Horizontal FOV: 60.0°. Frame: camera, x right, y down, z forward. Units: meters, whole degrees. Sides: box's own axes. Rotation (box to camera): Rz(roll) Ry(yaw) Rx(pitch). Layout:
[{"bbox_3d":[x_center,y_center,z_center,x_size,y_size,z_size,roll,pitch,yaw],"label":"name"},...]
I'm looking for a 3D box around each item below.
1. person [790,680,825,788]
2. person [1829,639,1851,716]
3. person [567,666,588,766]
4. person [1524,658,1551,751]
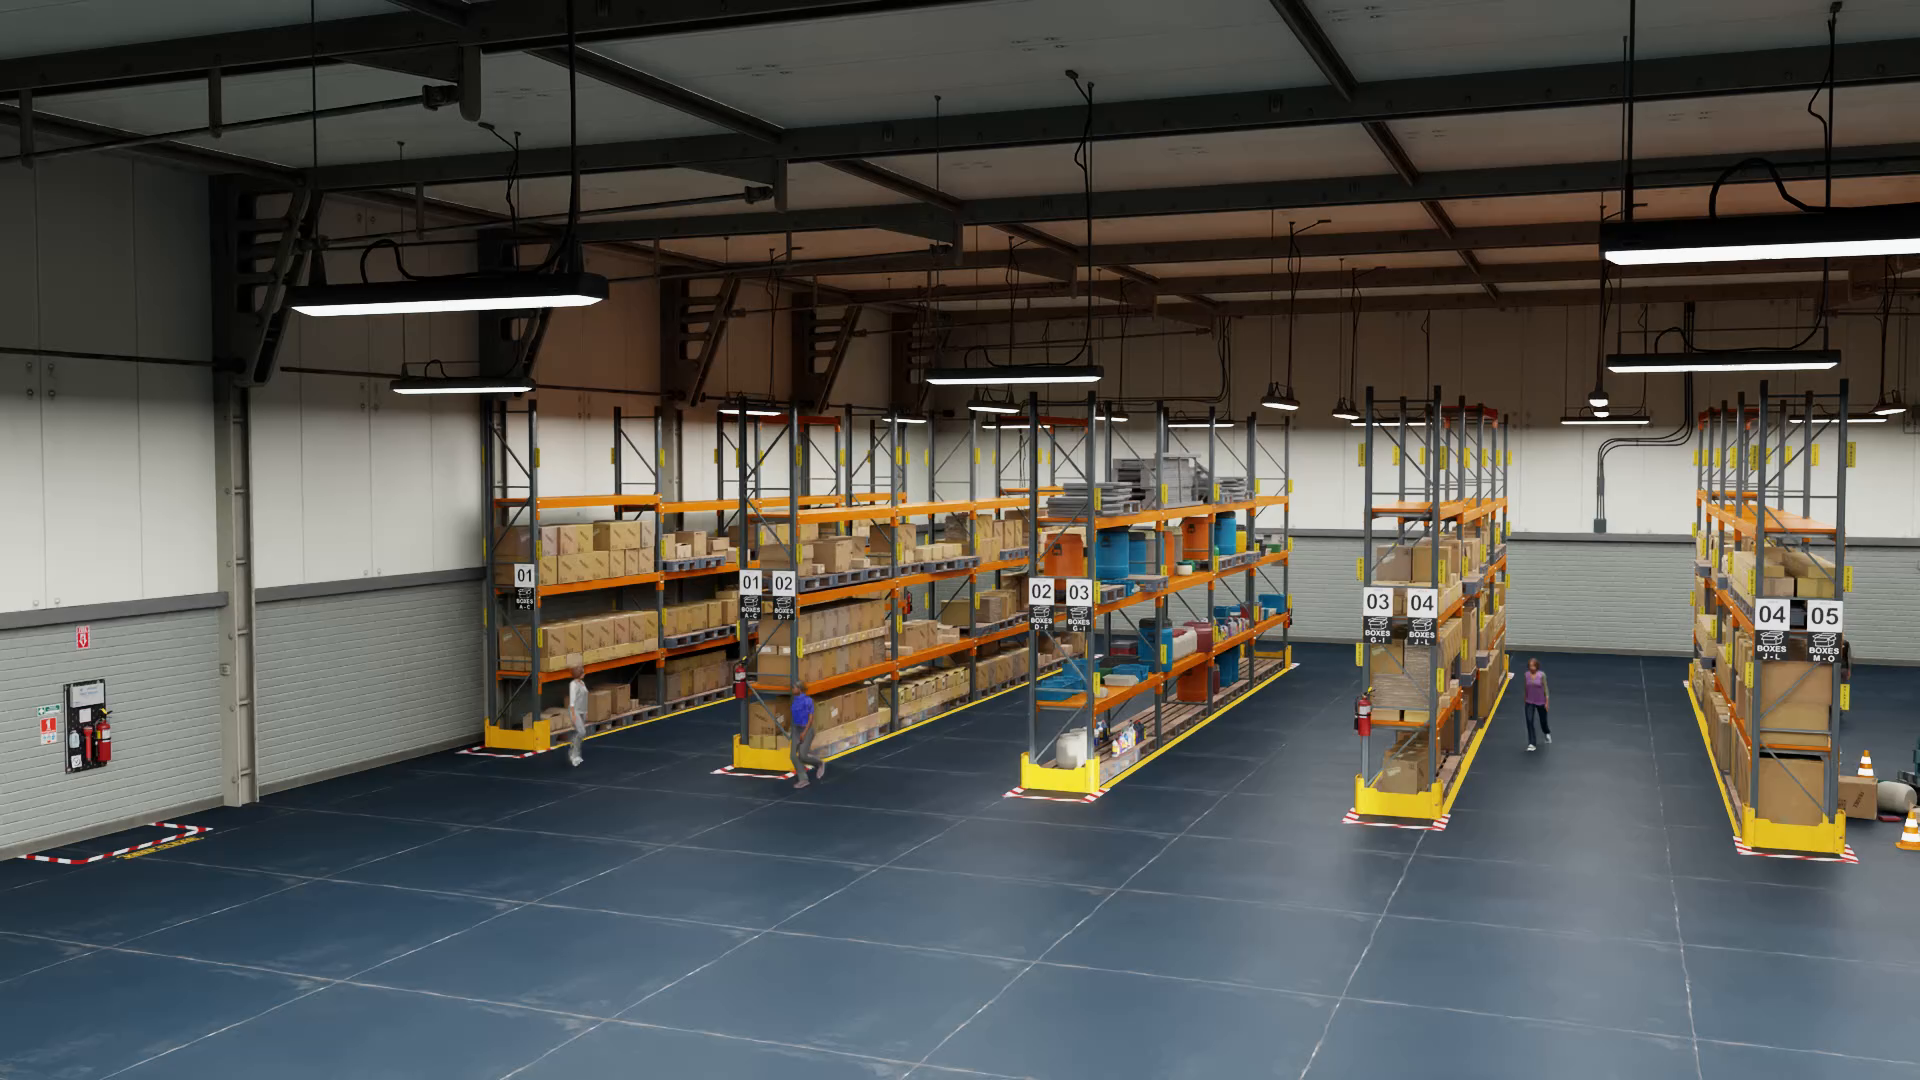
[{"bbox_3d":[-2.357,2.945,25.399,0.548,1.630,0.504,-2,4,-39],"label":"person"},{"bbox_3d":[17.028,2.560,32.325,0.567,1.745,0.390,0,3,-5],"label":"person"},{"bbox_3d":[-6.249,2.880,27.190,0.447,1.592,0.439,1,3,22],"label":"person"},{"bbox_3d":[9.932,2.802,28.619,0.442,1.559,0.852,2,3,31],"label":"person"}]
